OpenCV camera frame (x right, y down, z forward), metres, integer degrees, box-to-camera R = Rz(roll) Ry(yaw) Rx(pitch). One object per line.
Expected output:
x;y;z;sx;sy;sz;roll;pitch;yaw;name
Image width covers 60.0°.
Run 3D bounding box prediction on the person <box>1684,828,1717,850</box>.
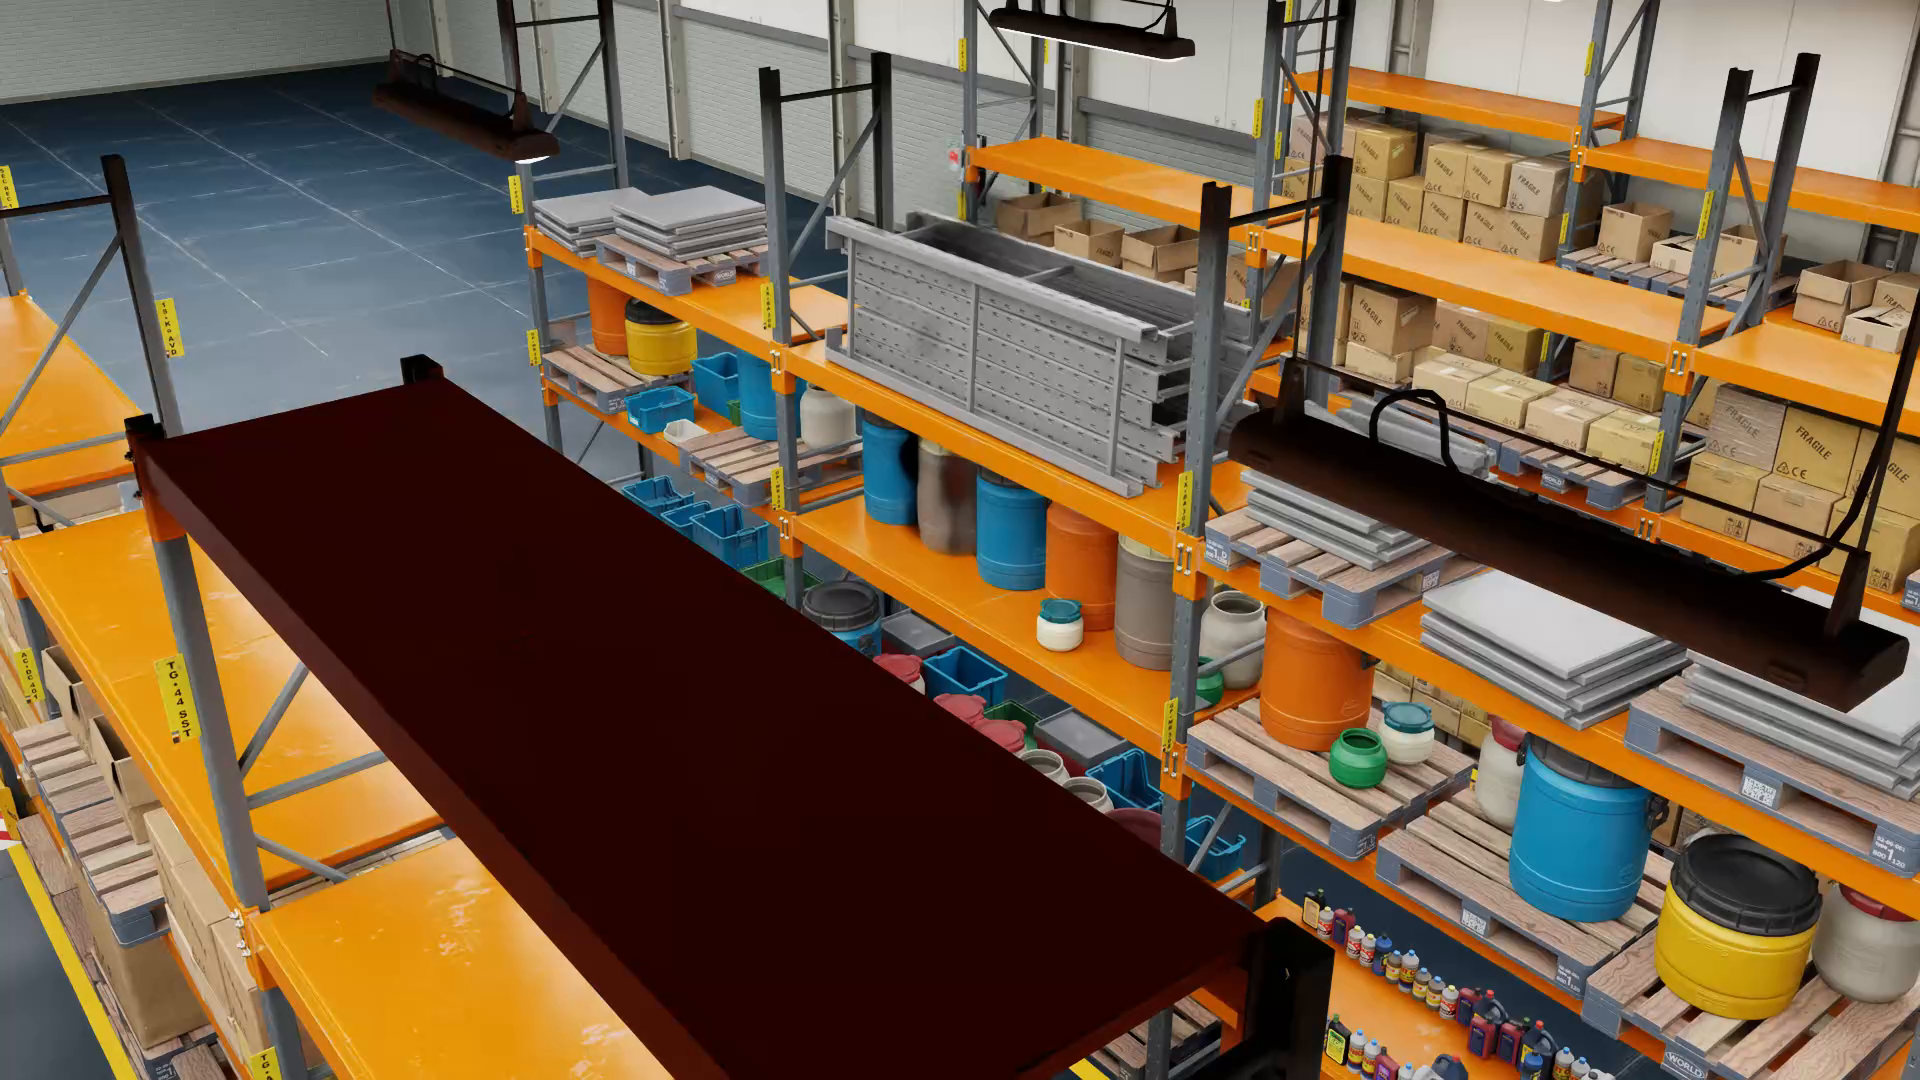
4.699;2.634;10.840;0.649;1.755;0.629;-23;34;-38;person
